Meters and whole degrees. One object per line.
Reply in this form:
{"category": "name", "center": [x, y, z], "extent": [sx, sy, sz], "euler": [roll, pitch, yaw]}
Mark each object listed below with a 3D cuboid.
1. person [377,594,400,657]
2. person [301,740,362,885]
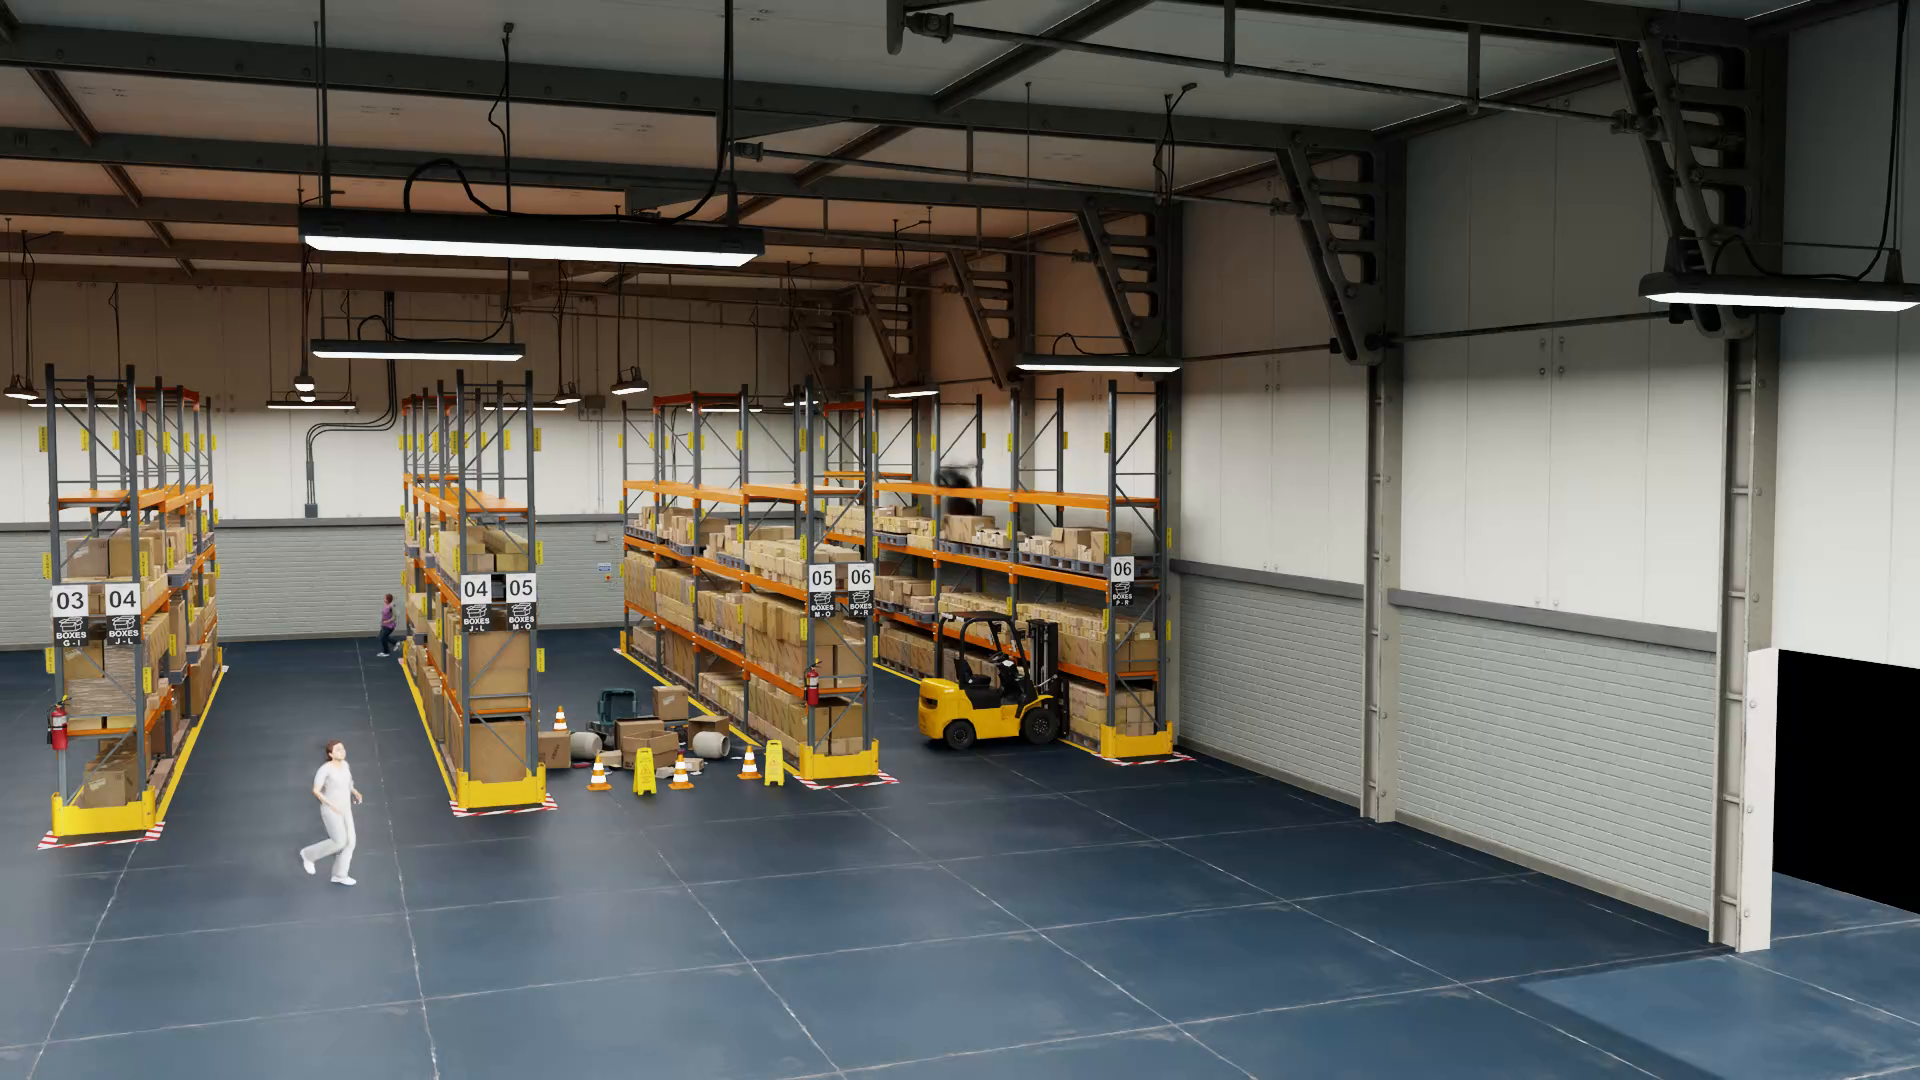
{"category": "person", "center": [-13.273, 1.984, 38.802], "extent": [0.568, 1.503, 0.613], "euler": [-3, 5, -43]}
{"category": "person", "center": [-7.153, 3.087, 18.958], "extent": [0.634, 1.645, 0.566], "euler": [1, 4, 20]}
